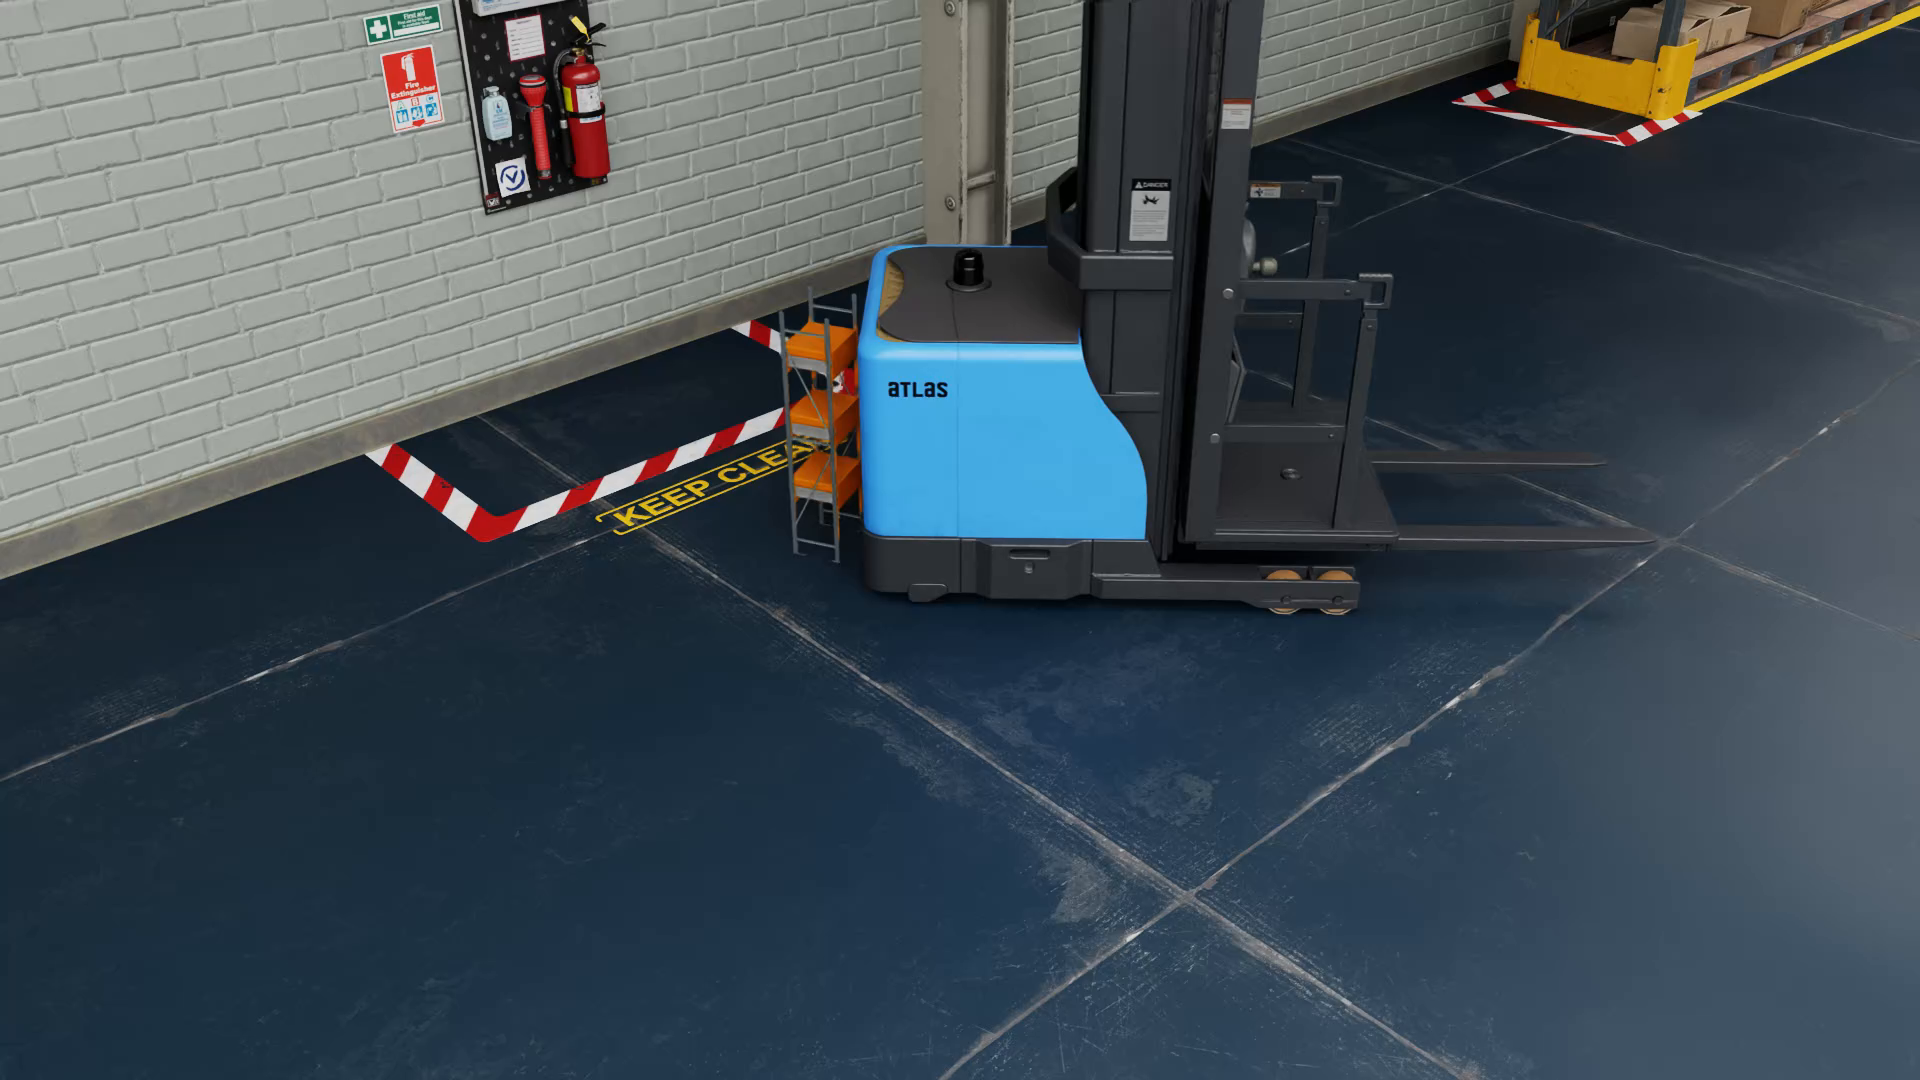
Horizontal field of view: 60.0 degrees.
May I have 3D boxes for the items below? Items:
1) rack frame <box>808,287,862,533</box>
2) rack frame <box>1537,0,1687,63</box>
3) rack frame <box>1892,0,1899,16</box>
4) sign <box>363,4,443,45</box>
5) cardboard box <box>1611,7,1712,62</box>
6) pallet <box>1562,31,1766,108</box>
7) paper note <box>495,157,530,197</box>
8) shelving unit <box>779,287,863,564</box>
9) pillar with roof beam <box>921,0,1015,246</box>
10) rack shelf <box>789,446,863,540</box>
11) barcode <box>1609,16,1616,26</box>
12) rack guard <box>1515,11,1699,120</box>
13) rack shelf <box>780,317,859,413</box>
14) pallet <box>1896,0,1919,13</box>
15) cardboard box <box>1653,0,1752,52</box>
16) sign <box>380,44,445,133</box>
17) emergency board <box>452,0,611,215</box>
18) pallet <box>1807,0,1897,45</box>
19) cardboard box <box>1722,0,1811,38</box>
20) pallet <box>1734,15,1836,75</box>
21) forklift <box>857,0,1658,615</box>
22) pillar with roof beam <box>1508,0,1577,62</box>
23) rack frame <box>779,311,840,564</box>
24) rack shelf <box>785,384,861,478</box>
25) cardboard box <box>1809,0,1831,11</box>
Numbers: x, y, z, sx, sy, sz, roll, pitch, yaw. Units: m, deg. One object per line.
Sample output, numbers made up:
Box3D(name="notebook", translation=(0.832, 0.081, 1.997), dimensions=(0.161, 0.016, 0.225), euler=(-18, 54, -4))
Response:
Box3D(name="rack frame", translation=(-0.483, -0.493, 6.550), dimensions=(0.200, 1.050, 0.008), euler=(11, 33, 18))
Box3D(name="rack frame", translation=(4.517, -4.425, 11.111), dimensions=(0.127, 3.000, 1.000), euler=(-26, 40, -35))
Box3D(name="rack frame", translation=(7.450, -5.844, 13.431), dimensions=(0.127, 3.000, 1.000), euler=(-26, 40, -35))
Box3D(name="sign", translation=(-2.262, -2.097, 6.761), dimensions=(0.331, 0.109, 0.001), euler=(-26, 40, -35))
Box3D(name="cardboard box", translation=(5.086, -3.676, 12.042), dimensions=(0.500, 0.311, 0.500), euler=(24, 39, 34))
Box3D(name="pallet", translation=(5.193, -3.537, 12.331), dimensions=(1.213, 0.211, 1.003), euler=(-26, 40, -35))
Box3D(name="paper note", translation=(-1.972, -1.602, 7.338), dimensions=(0.142, 0.148, 0.016), euler=(-26, 40, -35))
Box3D(name="shelving unit", translation=(-0.527, -0.434, 6.453), dimensions=(0.215, 1.050, 0.252), euler=(11, 33, 18))
Box3D(name="pillar with roof beam", translation=(2.970, -3.788, 4.319), dimensions=(0.400, 9.000, 9.100), euler=(-26, 40, -35))
Box3D(name="rack shelf", translation=(-0.527, -0.187, 6.603), dimensions=(0.215, 0.259, 0.240), euler=(11, 33, 18))
Box3D(name="barcode", translation=(4.827, -3.840, 12.301), dimensions=(0.075, 0.075, 0.001), euler=(-26, 40, -35))
Box3D(name="rack guard", translation=(4.573, -3.385, 11.807), dimensions=(0.348, 0.500, 1.175), euler=(-26, 40, -35))
Box3D(name="rack shelf", translation=(-0.527, -0.667, 6.310), dimensions=(0.215, 0.259, 0.240), euler=(11, 33, 18))
Box3D(name="pallet", translation=(8.020, -4.931, 14.611), dimensions=(1.213, 0.211, 1.003), euler=(-26, 40, -35))
Box3D(name="cardboard box", translation=(5.504, -3.879, 12.373), dimensions=(0.500, 0.311, 0.500), euler=(-22, 38, -32))
Box3D(name="sign", translation=(-2.271, -1.872, 6.902), dimensions=(0.234, 0.329, 0.001), euler=(-26, 40, -35))
Box3D(name="emergency board", translation=(-1.795, -2.014, 7.168), dimensions=(0.643, 1.169, 0.194), euler=(-26, 40, -35))
Box3D(name="pallet", translation=(6.982, -4.402, 13.747), dimensions=(1.213, 0.211, 1.003), euler=(-26, 40, -35))
Box3D(name="cardboard box", translation=(6.076, -4.200, 12.718), dimensions=(0.700, 0.500, 0.500), euler=(26, 40, 36))
Box3D(name="pallet", translation=(6.087, -3.967, 13.036), dimensions=(1.213, 0.211, 1.003), euler=(-26, 40, -35))
Box3D(name="forklift", translation=(1.147, -1.249, 5.983), dimensions=(3.031, 2.935, 1.130), euler=(1, 31, 1))
Box3D(name="pillar with roof beam", translation=(7.369, -5.917, 7.800), dimensions=(0.400, 9.000, 9.100), euler=(-26, 40, -35))
Box3D(name="rack frame", translation=(-0.571, -0.374, 6.356), dimensions=(0.200, 1.050, 0.008), euler=(11, 33, 18))
Box3D(name="rack shelf", translation=(-0.527, -0.425, 6.458), dimensions=(0.215, 0.259, 0.240), euler=(11, 33, 18))
Box3D(name="cardboard box", translation=(6.716, -4.581, 13.341), dimensions=(0.500, 0.500, 0.500), euler=(26, 40, 35))
